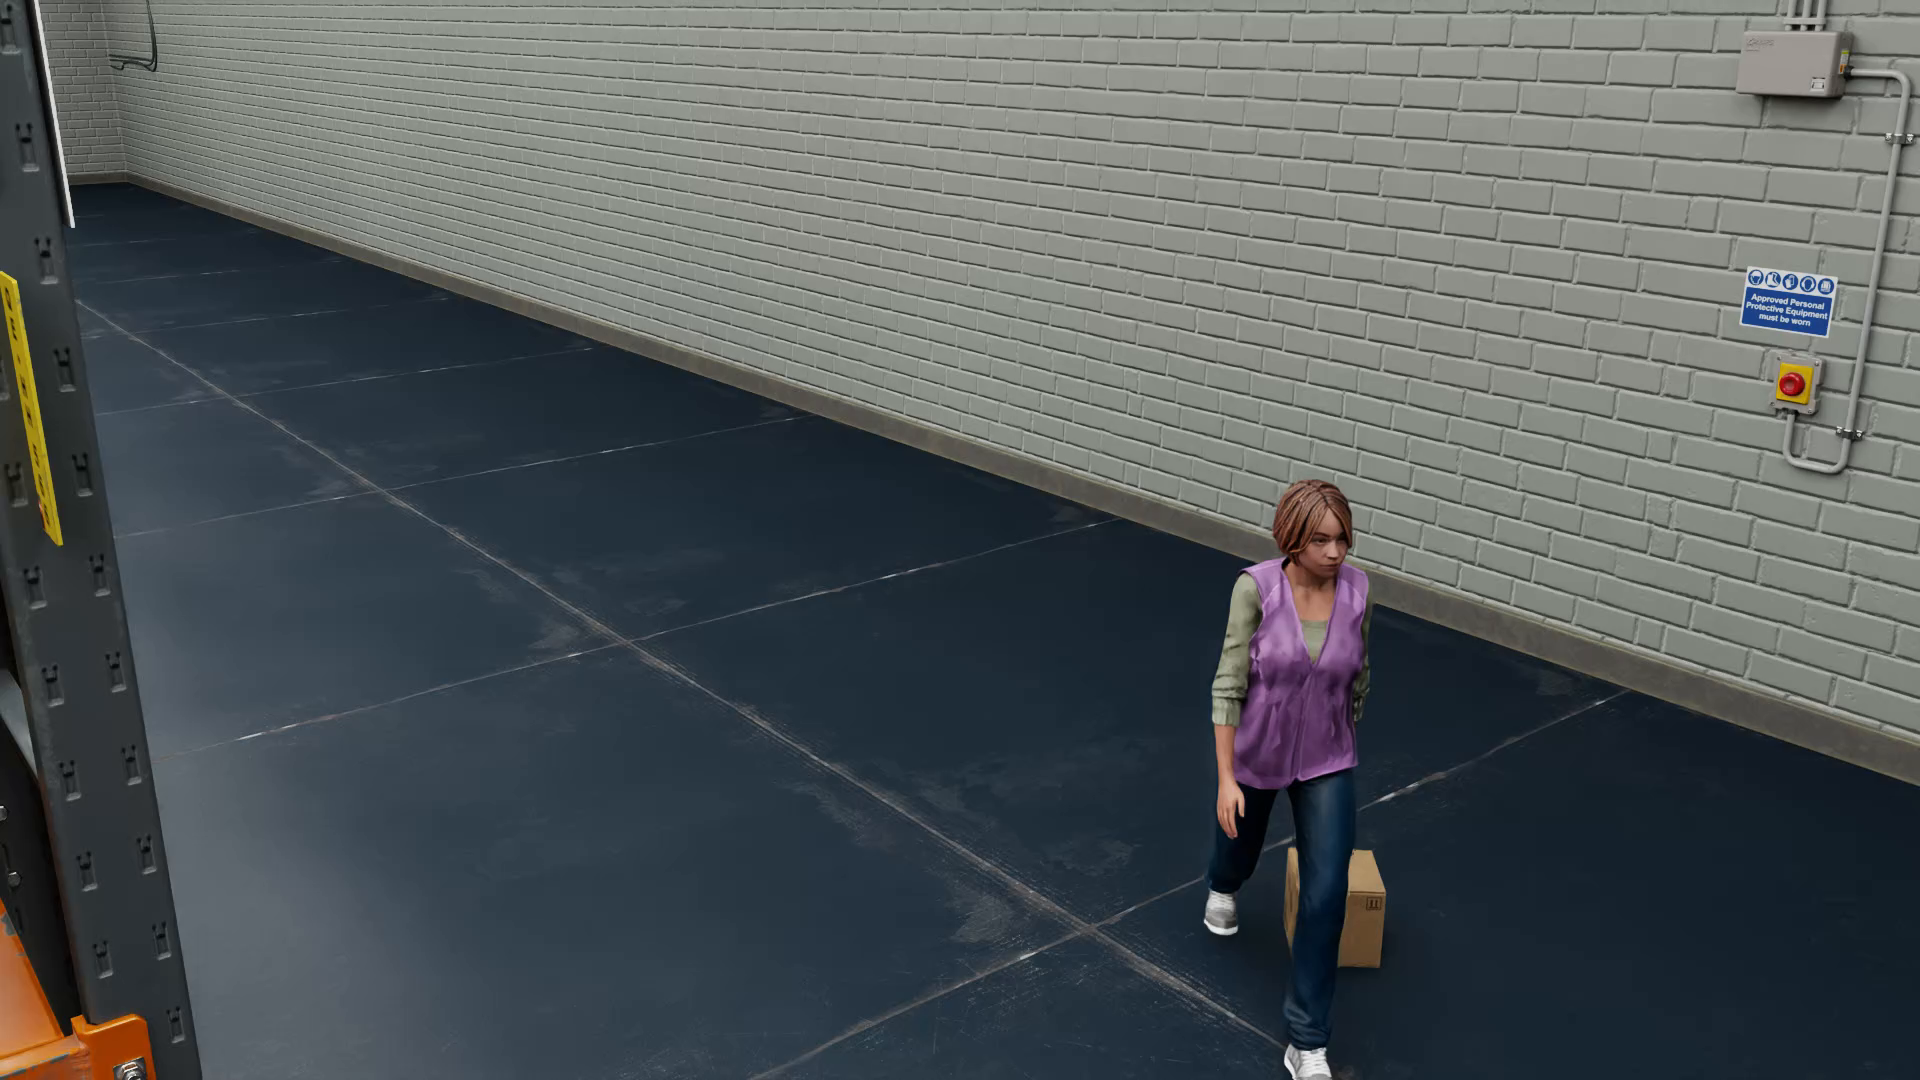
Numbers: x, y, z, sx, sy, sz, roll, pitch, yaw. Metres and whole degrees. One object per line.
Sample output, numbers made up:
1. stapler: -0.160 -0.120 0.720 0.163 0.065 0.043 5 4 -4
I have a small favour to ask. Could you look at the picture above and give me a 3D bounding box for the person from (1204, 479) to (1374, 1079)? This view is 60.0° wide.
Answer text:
1. person: 0.850 0.558 4.351 0.426 1.540 0.968 1 18 2
